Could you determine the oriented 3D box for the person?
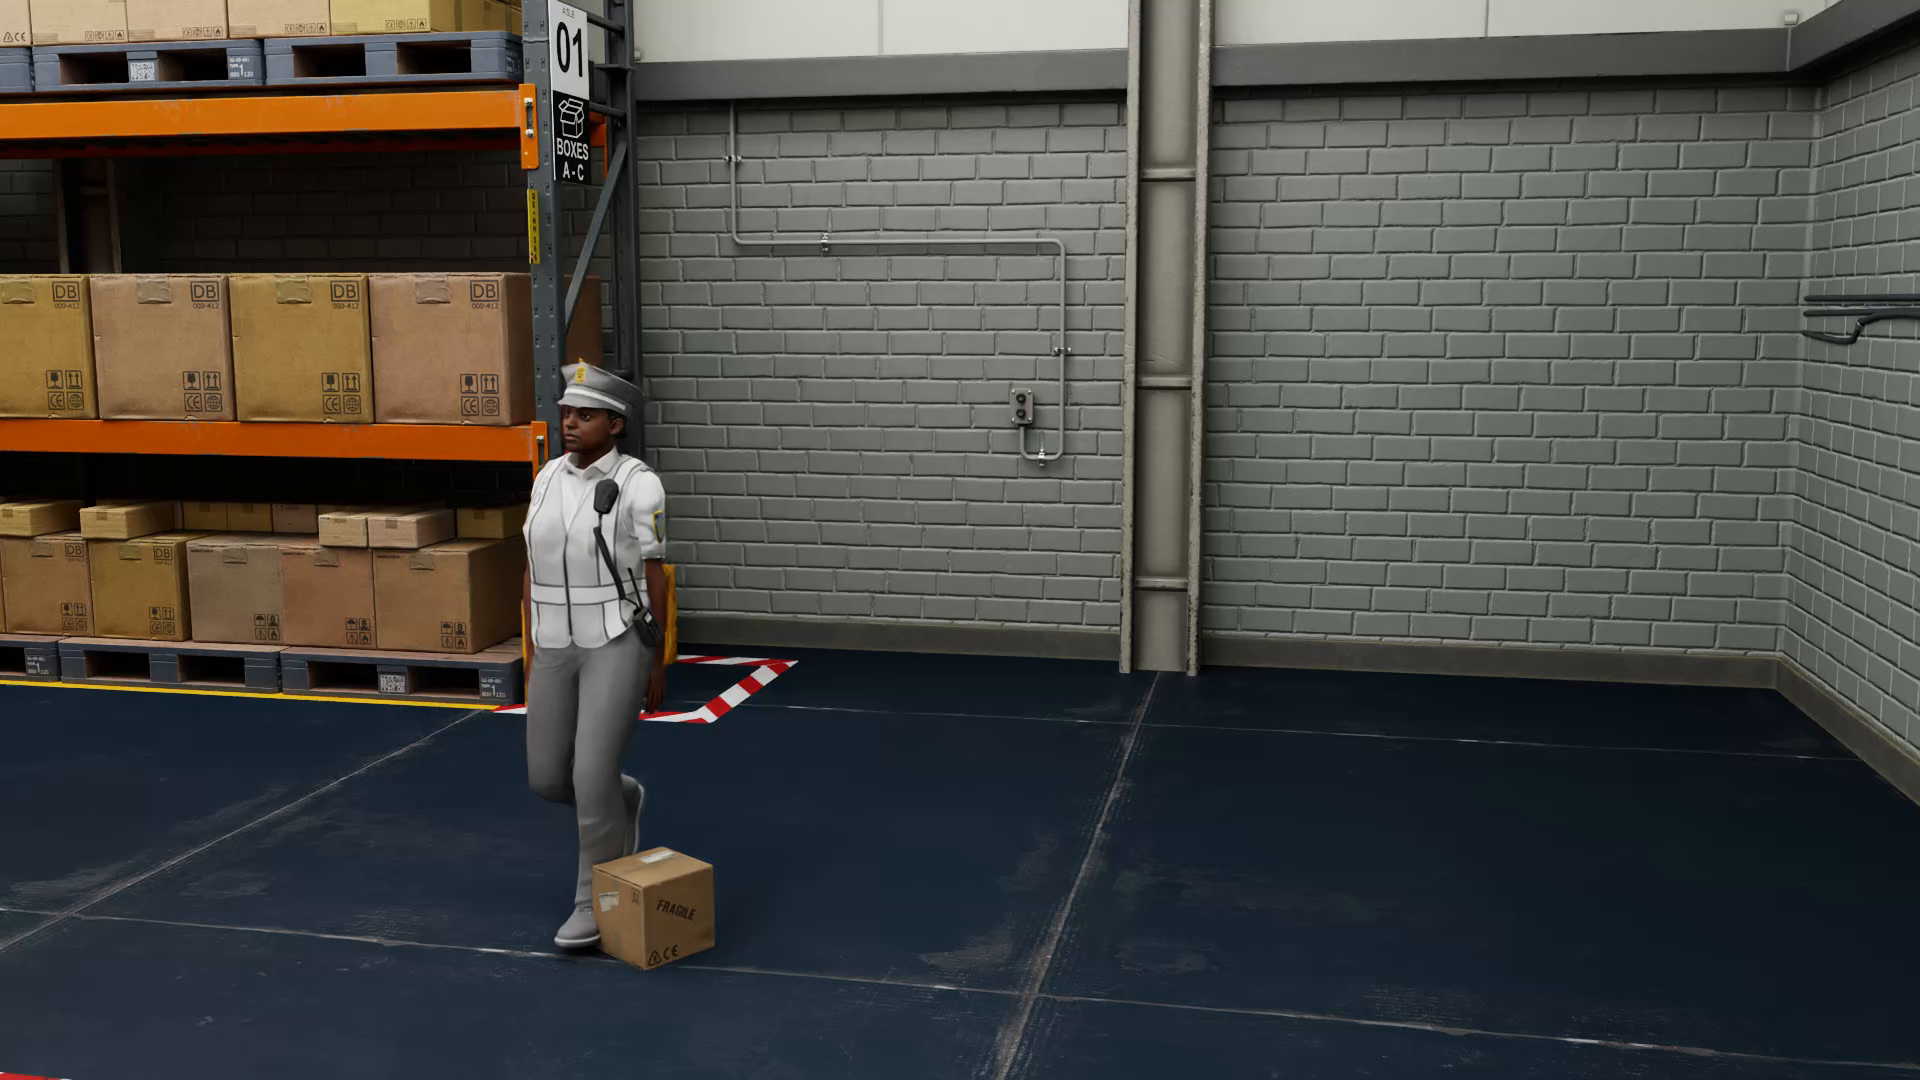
[{"bbox_3d":[-6.666,0.585,2.454,9.438,1.806,9.065,3,9,19],"label":"person"}]
